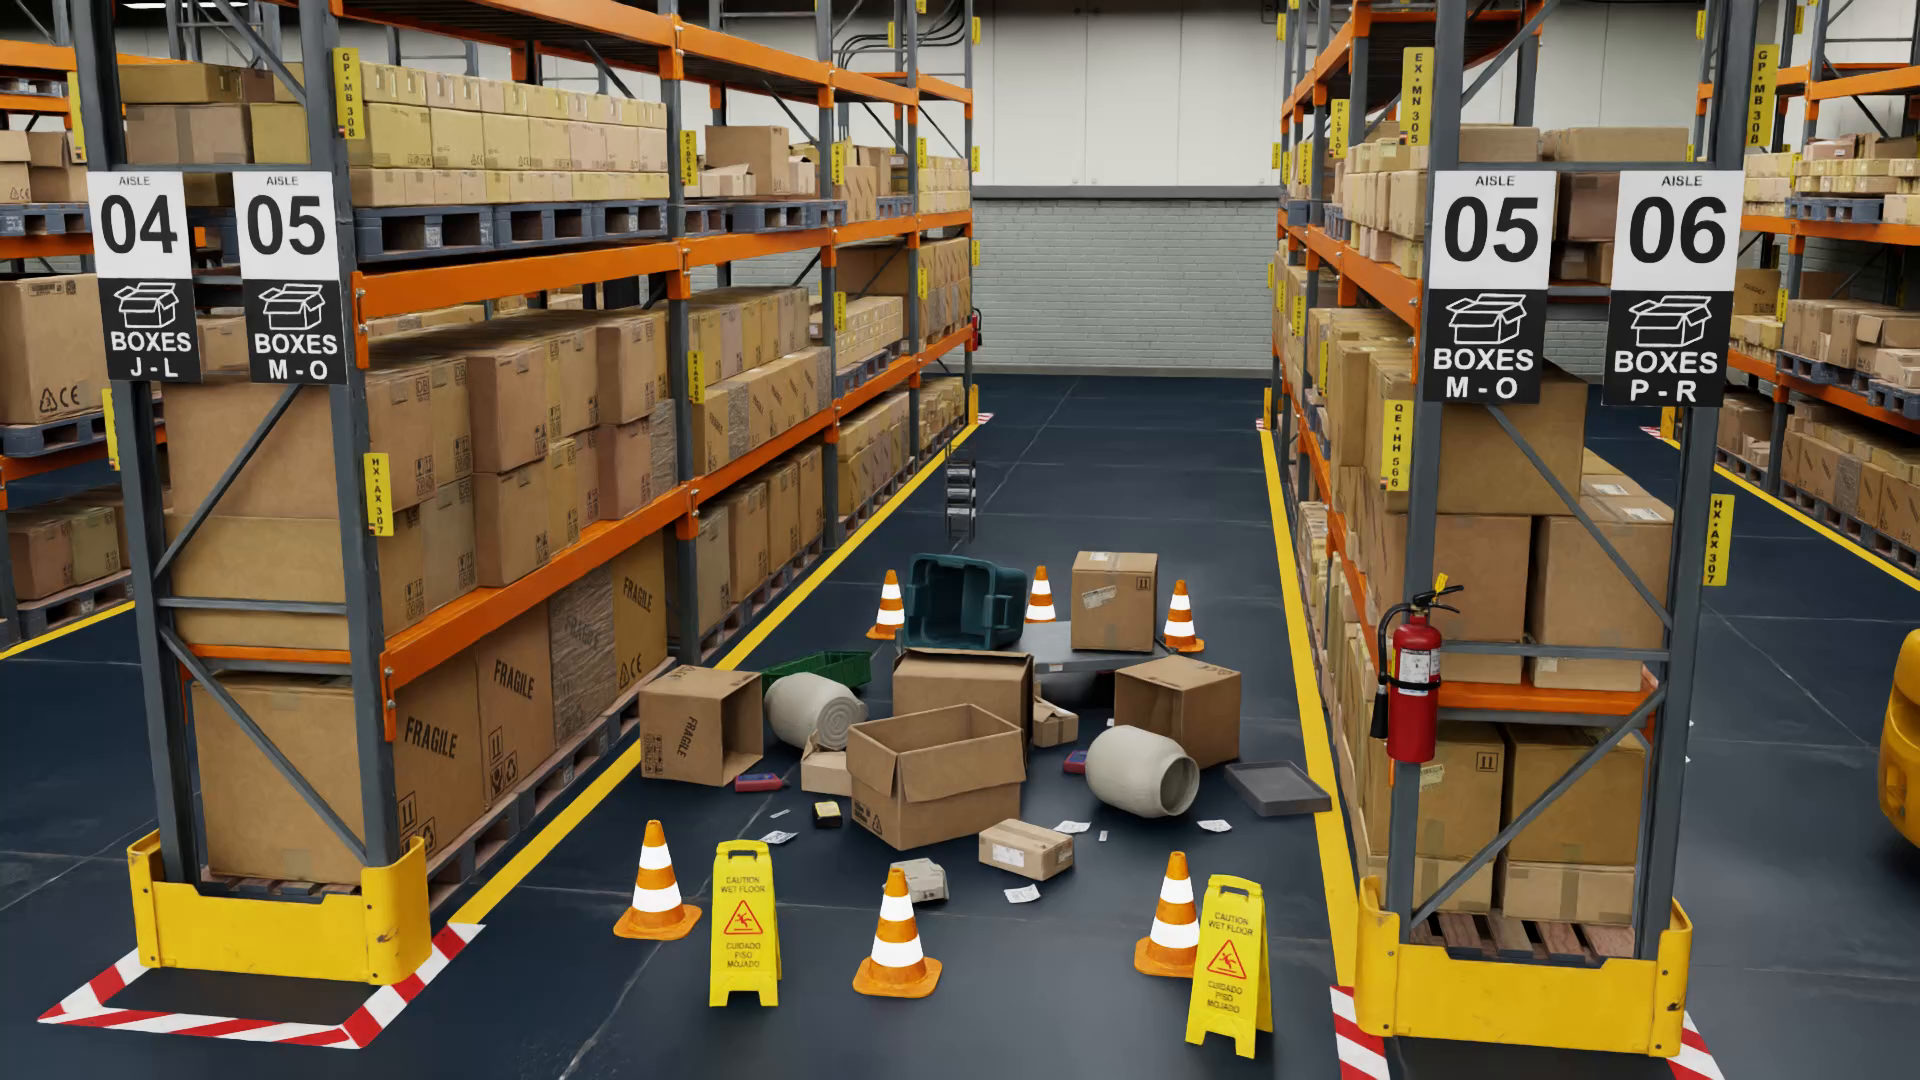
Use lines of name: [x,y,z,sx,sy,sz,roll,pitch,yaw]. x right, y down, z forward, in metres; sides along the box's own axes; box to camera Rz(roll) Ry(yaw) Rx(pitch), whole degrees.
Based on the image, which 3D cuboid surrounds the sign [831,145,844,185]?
sign: [-1.024,-3.137,13.894,0.100,0.325,0.005,2,12,9]

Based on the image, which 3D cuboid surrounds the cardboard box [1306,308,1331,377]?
cardboard box: [3.038,-1.573,13.232,0.500,0.500,0.500,2,12,7]

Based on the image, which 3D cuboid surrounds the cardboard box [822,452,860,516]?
cardboard box: [-1.210,-0.521,15.228,0.500,0.500,0.500,1,12,6]

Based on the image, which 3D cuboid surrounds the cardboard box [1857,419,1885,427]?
cardboard box: [9.049,-1.092,16.336,0.380,0.149,0.250,2,12,9]

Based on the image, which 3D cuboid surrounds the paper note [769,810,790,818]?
paper note: [-0.917,1.397,8.487,0.032,0.001,0.123,10,15,38]

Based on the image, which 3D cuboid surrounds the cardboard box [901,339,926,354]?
cardboard box: [-0.589,-2.157,18.479,0.380,0.149,0.250,2,12,11]

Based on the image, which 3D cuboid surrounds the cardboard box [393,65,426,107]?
cardboard box: [-2.396,-1.832,6.725,0.380,0.149,0.250,2,12,9]

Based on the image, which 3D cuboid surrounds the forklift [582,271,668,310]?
forklift: [-3.515,-1.825,16.504,3.031,2.935,1.130,6,14,27]

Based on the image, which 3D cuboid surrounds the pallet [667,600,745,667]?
pallet: [-2.142,0.634,11.551,1.003,0.211,1.213,2,12,9]

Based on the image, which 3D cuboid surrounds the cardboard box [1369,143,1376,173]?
cardboard box: [2.234,-1.888,8.219,0.380,0.149,0.250,1,12,7]

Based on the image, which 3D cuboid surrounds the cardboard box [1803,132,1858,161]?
cardboard box: [8.465,-3.826,16.181,0.396,0.266,0.258,2,12,8]

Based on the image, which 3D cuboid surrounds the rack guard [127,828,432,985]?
rack guard: [-2.805,1.493,6.877,1.175,0.500,0.348,2,12,9]

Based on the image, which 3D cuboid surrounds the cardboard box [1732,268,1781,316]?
cardboard box: [8.905,-2.805,18.761,0.500,0.500,0.500,2,12,10]

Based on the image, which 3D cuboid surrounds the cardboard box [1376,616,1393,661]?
cardboard box: [1.881,0.388,6.672,0.380,0.149,0.250,2,12,8]

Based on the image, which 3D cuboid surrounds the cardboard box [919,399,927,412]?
cardboard box: [-0.589,-1.564,19.487,0.380,0.149,0.250,2,12,7]

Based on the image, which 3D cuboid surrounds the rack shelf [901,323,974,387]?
rack shelf: [-0.648,-2.296,20.236,1.077,0.370,4.000,2,12,9]

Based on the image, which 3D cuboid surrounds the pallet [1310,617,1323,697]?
pallet: [2.839,0.774,10.900,1.003,0.211,1.213,2,12,9]

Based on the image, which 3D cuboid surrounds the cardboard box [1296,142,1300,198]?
cardboard box: [3.320,-3.356,15.093,0.500,0.500,0.500,2,12,9]

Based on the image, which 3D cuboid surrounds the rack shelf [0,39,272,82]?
rack shelf: [-6.764,-3.550,12.762,1.077,0.370,4.000,2,12,9]

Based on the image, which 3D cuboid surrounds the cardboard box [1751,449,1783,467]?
cardboard box: [8.652,-0.869,17.677,0.380,0.149,0.250,2,12,7]

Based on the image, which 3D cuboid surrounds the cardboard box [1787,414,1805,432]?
cardboard box: [8.538,-1.167,16.683,0.380,0.149,0.250,2,12,11]

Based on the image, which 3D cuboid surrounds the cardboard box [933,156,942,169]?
cardboard box: [-0.422,-4.389,19.340,0.380,0.149,0.250,3,12,11]

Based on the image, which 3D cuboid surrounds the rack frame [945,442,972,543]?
rack frame: [-0.014,-0.420,14.808,0.240,0.900,0.006,2,12,9]

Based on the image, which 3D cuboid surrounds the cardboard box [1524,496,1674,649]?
cardboard box: [2.452,0.122,6.364,0.500,0.500,0.500,2,12,8]

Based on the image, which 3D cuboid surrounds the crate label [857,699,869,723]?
crate label: [-0.706,1.024,9.915,0.298,0.136,0.250,-7,14,-30]

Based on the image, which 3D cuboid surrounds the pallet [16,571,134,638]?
pallet: [-6.953,0.453,12.390,1.003,0.211,1.213,2,12,9]

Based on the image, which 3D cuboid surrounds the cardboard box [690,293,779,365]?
cardboard box: [-1.803,-1.631,12.832,0.700,0.500,0.500,2,12,8]

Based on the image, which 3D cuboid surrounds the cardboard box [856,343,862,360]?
cardboard box: [-1.142,-1.792,15.787,0.380,0.149,0.250,2,12,11]

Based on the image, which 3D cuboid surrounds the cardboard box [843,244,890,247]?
cardboard box: [-1.076,-3.129,19.076,0.500,0.500,0.500,1,12,7]

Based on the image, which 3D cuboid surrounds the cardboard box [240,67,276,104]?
cardboard box: [-3.045,-1.854,6.826,0.380,0.149,0.250,2,12,9]

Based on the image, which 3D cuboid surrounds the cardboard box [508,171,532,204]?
cardboard box: [-2.238,-1.655,7.794,0.380,0.149,0.250,2,12,8]

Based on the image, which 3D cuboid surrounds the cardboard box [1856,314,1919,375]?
cardboard box: [8.309,-1.701,14.524,0.797,0.503,0.637,2,12,7]

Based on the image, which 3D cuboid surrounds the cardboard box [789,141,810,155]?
cardboard box: [-1.588,-3.649,15.632,0.396,0.266,0.258,2,12,9]

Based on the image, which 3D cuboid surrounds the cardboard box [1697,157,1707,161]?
cardboard box: [9.155,-4.463,19.927,0.500,0.250,0.500,2,12,8]

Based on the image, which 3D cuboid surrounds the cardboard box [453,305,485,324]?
cardboard box: [-5.643,-2.356,18.568,0.500,0.500,0.500,2,12,9]

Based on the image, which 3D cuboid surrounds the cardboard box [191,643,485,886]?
cardboard box: [-2.762,0.957,7.481,0.875,0.875,0.875,2,12,9]

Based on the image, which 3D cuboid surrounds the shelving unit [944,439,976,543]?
shelving unit: [0.001,-0.442,14.906,0.258,0.900,0.210,2,12,9]

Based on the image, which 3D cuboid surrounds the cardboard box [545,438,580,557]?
cardboard box: [-2.475,-0.225,8.561,0.875,0.550,0.500,2,12,9]

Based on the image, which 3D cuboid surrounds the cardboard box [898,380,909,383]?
cardboard box: [-0.846,-1.959,21.322,0.380,0.149,0.250,2,12,8]

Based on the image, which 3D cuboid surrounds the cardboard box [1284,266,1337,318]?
cardboard box: [3.599,-2.548,17.084,0.500,0.500,0.500,2,12,9]

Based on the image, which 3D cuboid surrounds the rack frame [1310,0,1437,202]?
rack frame: [3.336,-4.192,13.086,1.000,3.000,0.127,2,12,9]

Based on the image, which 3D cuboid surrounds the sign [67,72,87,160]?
sign: [-3.335,-1.614,6.331,0.100,0.325,0.005,2,12,9]

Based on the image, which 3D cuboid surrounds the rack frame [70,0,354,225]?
rack frame: [-2.801,-2.666,6.005,1.000,3.000,0.127,2,12,9]

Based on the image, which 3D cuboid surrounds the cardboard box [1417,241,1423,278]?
cardboard box: [1.884,-1.021,6.087,0.380,0.149,0.250,2,12,9]

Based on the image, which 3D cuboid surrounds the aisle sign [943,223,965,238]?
aisle sign: [-0.033,-4.340,21.843,0.394,0.787,0.004,2,12,9]

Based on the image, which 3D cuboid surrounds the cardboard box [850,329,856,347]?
cardboard box: [-1.182,-1.886,15.516,0.380,0.149,0.250,2,12,9]

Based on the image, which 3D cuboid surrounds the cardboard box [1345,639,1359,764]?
cardboard box: [2.132,0.789,7.961,0.500,0.500,0.500,2,12,7]

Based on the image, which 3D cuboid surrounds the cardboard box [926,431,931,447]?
cardboard box: [-0.541,-1.164,19.044,0.380,0.149,0.250,2,12,10]

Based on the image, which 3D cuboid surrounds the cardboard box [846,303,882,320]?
cardboard box: [-0.988,-2.300,16.731,0.380,0.149,0.250,1,12,7]

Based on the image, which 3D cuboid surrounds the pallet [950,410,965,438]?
pallet: [-0.512,-1.517,21.533,1.003,0.211,1.213,2,12,9]

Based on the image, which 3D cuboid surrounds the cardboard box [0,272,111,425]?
cardboard box: [-6.811,-1.407,11.983,1.000,1.000,1.000,2,12,9]

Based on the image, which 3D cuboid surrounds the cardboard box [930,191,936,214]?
cardboard box: [-0.556,-3.817,18.821,0.500,0.250,0.500,2,12,8]

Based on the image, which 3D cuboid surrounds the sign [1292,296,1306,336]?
sign: [2.787,-1.843,13.676,0.100,0.325,0.005,2,12,9]

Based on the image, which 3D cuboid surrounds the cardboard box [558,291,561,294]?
cardboard box: [-5.566,-3.227,22.496,0.500,0.250,0.500,2,12,7]

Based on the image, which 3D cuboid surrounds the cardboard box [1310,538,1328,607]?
cardboard box: [3.011,0.249,11.960,0.950,0.372,0.625,2,12,11]

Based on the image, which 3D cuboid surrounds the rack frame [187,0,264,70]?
rack frame: [-10.120,-6.339,23.048,1.000,3.000,0.127,2,12,9]

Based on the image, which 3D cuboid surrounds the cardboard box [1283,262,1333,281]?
cardboard box: [3.751,-2.737,17.963,0.500,0.500,0.500,2,12,8]
